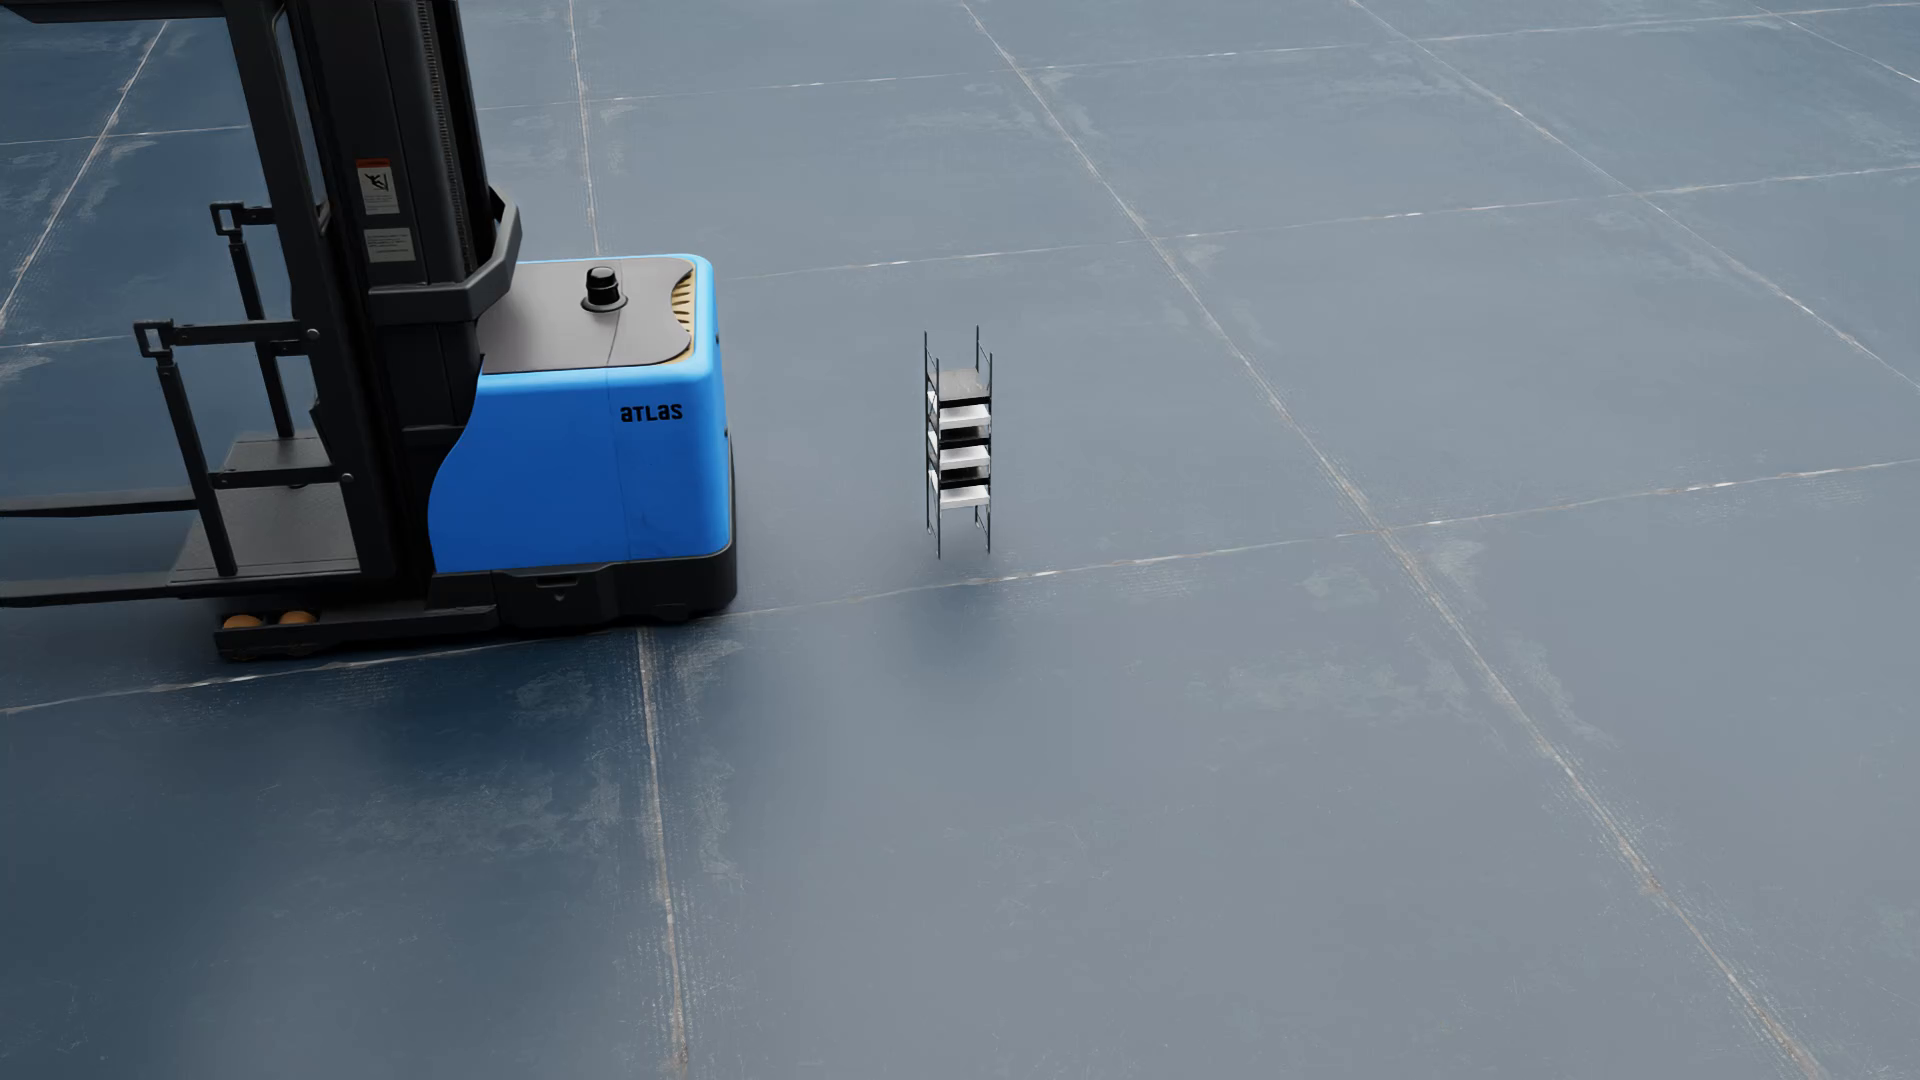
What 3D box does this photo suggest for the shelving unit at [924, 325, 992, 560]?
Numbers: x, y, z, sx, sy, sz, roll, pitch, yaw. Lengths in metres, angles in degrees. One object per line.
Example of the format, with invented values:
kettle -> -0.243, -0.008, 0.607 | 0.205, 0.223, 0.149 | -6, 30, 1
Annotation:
shelving unit -> -0.008, -0.373, 6.498 | 0.210, 0.900, 0.258 | -7, 35, -11

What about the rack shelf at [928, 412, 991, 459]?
rack shelf -> -0.008, -0.420, 6.466 | 0.200, 0.077, 0.258 | -7, 35, -11

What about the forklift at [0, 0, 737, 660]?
forklift -> -2.403, -1.089, 5.743 | 3.031, 2.935, 1.130 | -4, 34, -6

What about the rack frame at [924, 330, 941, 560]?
rack frame -> -0.107, -0.360, 6.479 | 0.006, 0.900, 0.240 | -7, 35, -11

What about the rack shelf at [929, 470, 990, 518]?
rack shelf -> -0.008, -0.196, 6.617 | 0.200, 0.077, 0.258 | -7, 35, -11

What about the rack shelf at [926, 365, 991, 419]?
rack shelf -> -0.008, -0.569, 6.366 | 0.200, 0.077, 0.258 | -7, 35, -11

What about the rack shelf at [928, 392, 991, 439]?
rack shelf -> -0.008, -0.494, 6.416 | 0.200, 0.077, 0.258 | -7, 35, -11

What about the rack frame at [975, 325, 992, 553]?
rack frame -> 0.091, -0.385, 6.516 | 0.006, 0.900, 0.240 | -7, 35, -11

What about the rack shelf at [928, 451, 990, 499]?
rack shelf -> -0.008, -0.270, 6.566 | 0.200, 0.077, 0.258 | -7, 35, -11

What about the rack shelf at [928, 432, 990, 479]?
rack shelf -> -0.008, -0.345, 6.516 | 0.200, 0.077, 0.258 | -7, 35, -11
